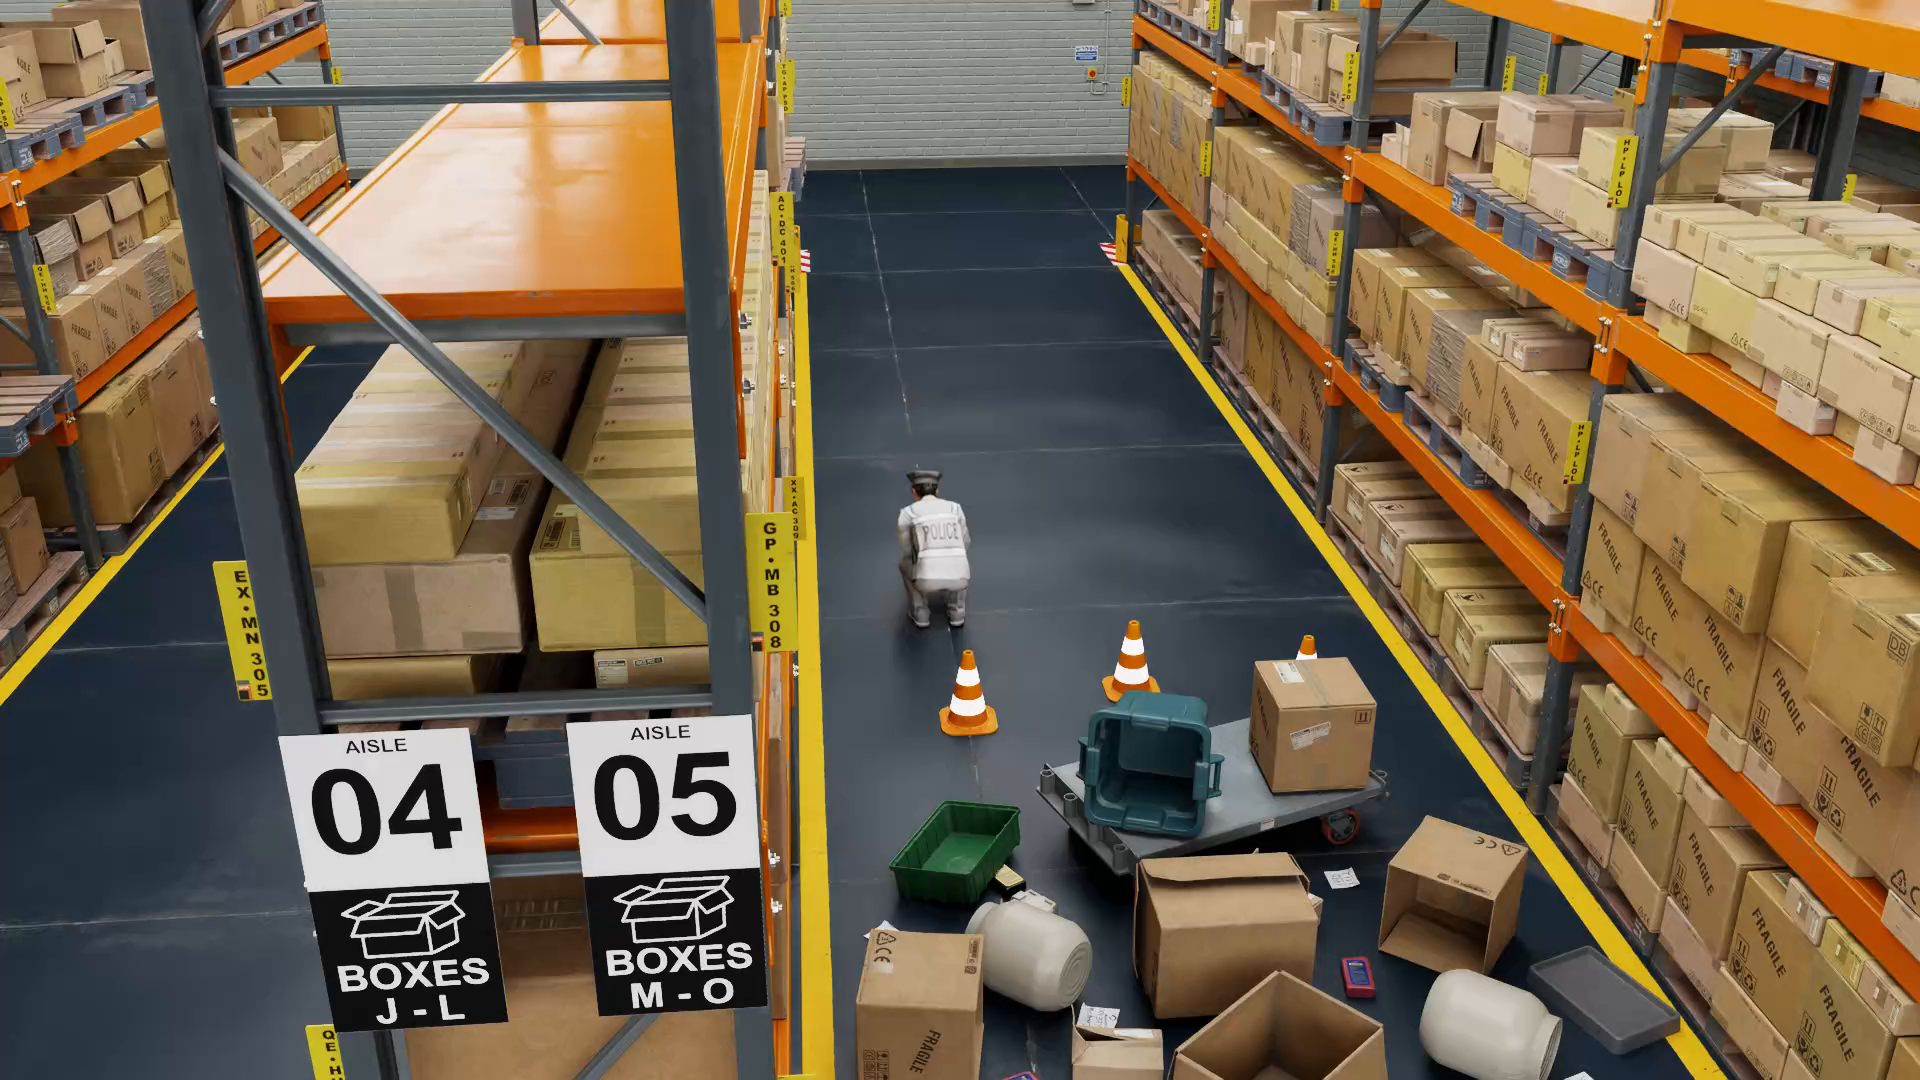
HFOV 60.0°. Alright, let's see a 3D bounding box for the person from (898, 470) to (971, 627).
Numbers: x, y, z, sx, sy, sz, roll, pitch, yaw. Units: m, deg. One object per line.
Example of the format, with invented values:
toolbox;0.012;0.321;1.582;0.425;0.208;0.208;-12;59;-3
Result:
person;-0.157;0.041;11.098;0.500;0.963;0.827;-3;24;-6
